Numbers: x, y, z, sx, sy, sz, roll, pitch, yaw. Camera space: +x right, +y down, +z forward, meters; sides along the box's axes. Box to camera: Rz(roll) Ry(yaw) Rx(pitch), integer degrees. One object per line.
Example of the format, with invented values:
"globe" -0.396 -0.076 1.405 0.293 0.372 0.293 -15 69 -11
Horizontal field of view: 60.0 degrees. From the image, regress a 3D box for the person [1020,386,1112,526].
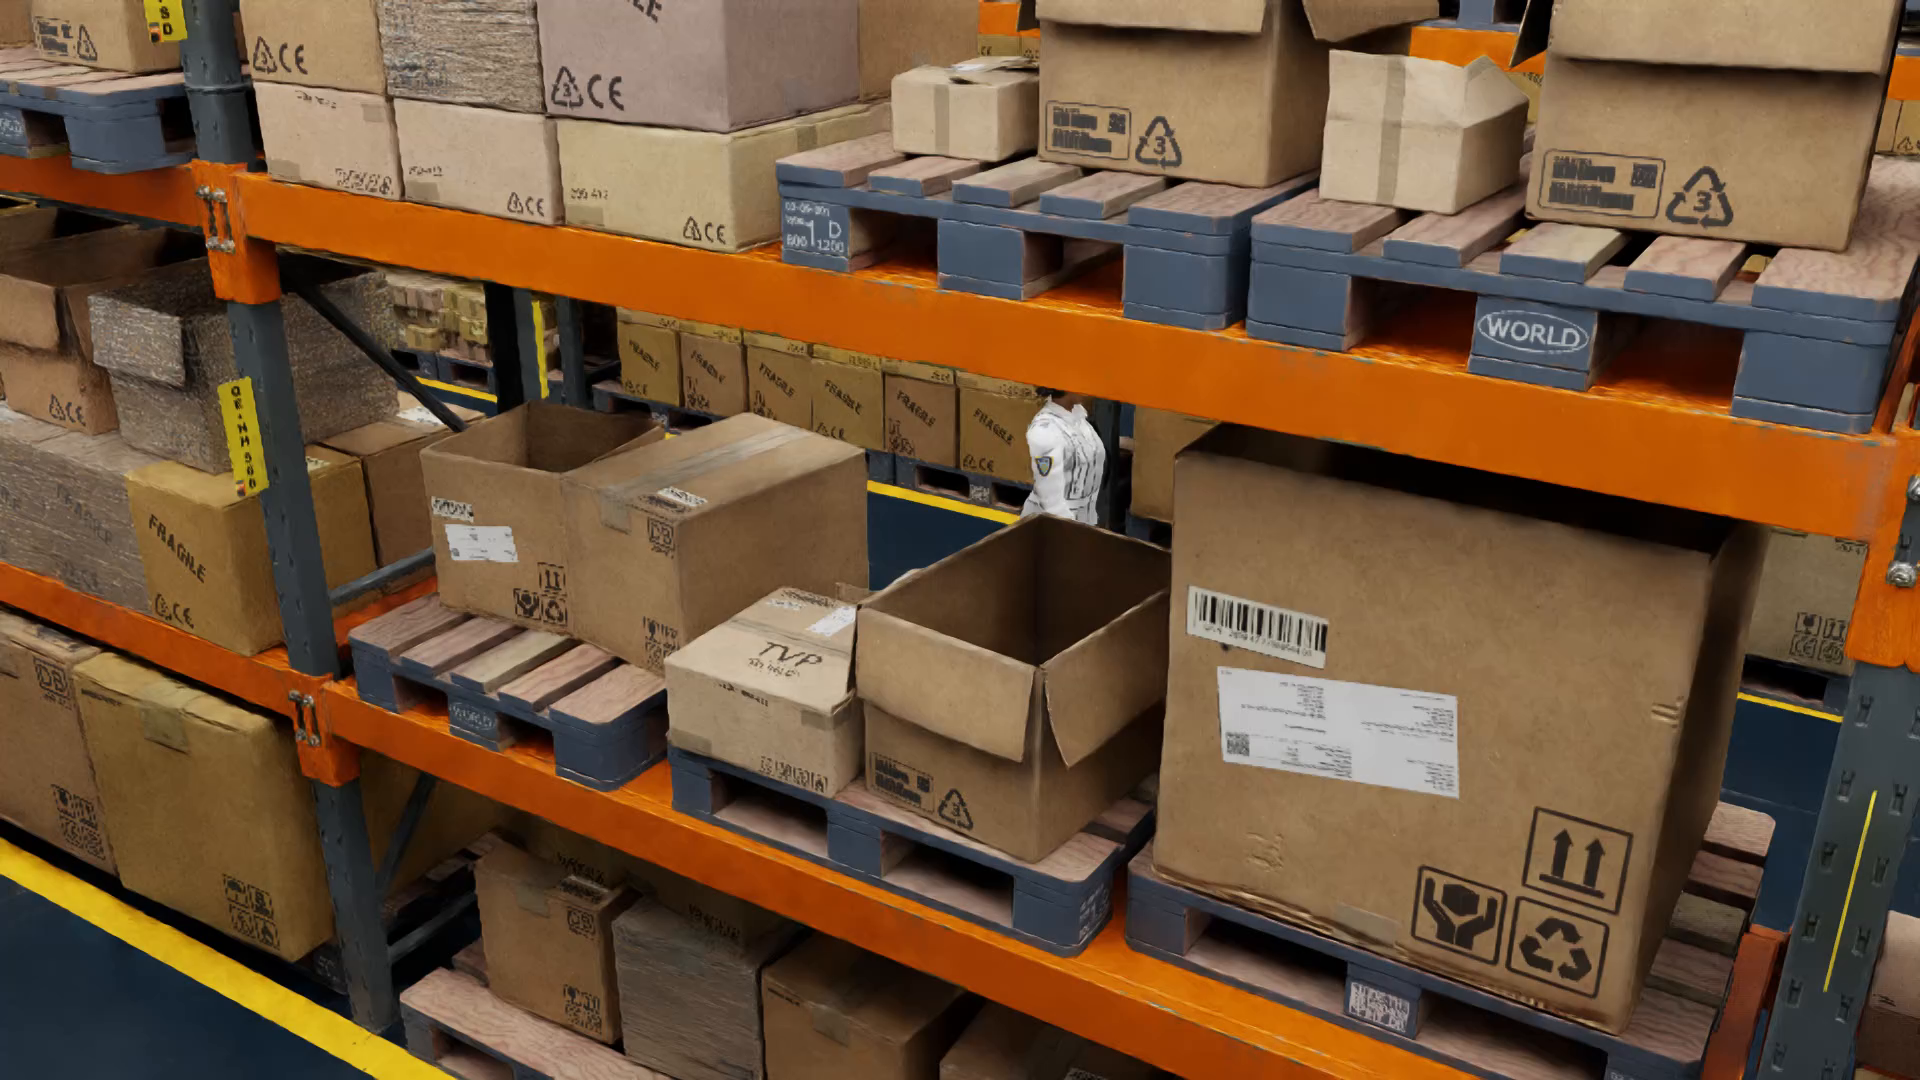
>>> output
"person" 0.497 0.028 7.048 0.468 1.753 0.513 12 26 26
